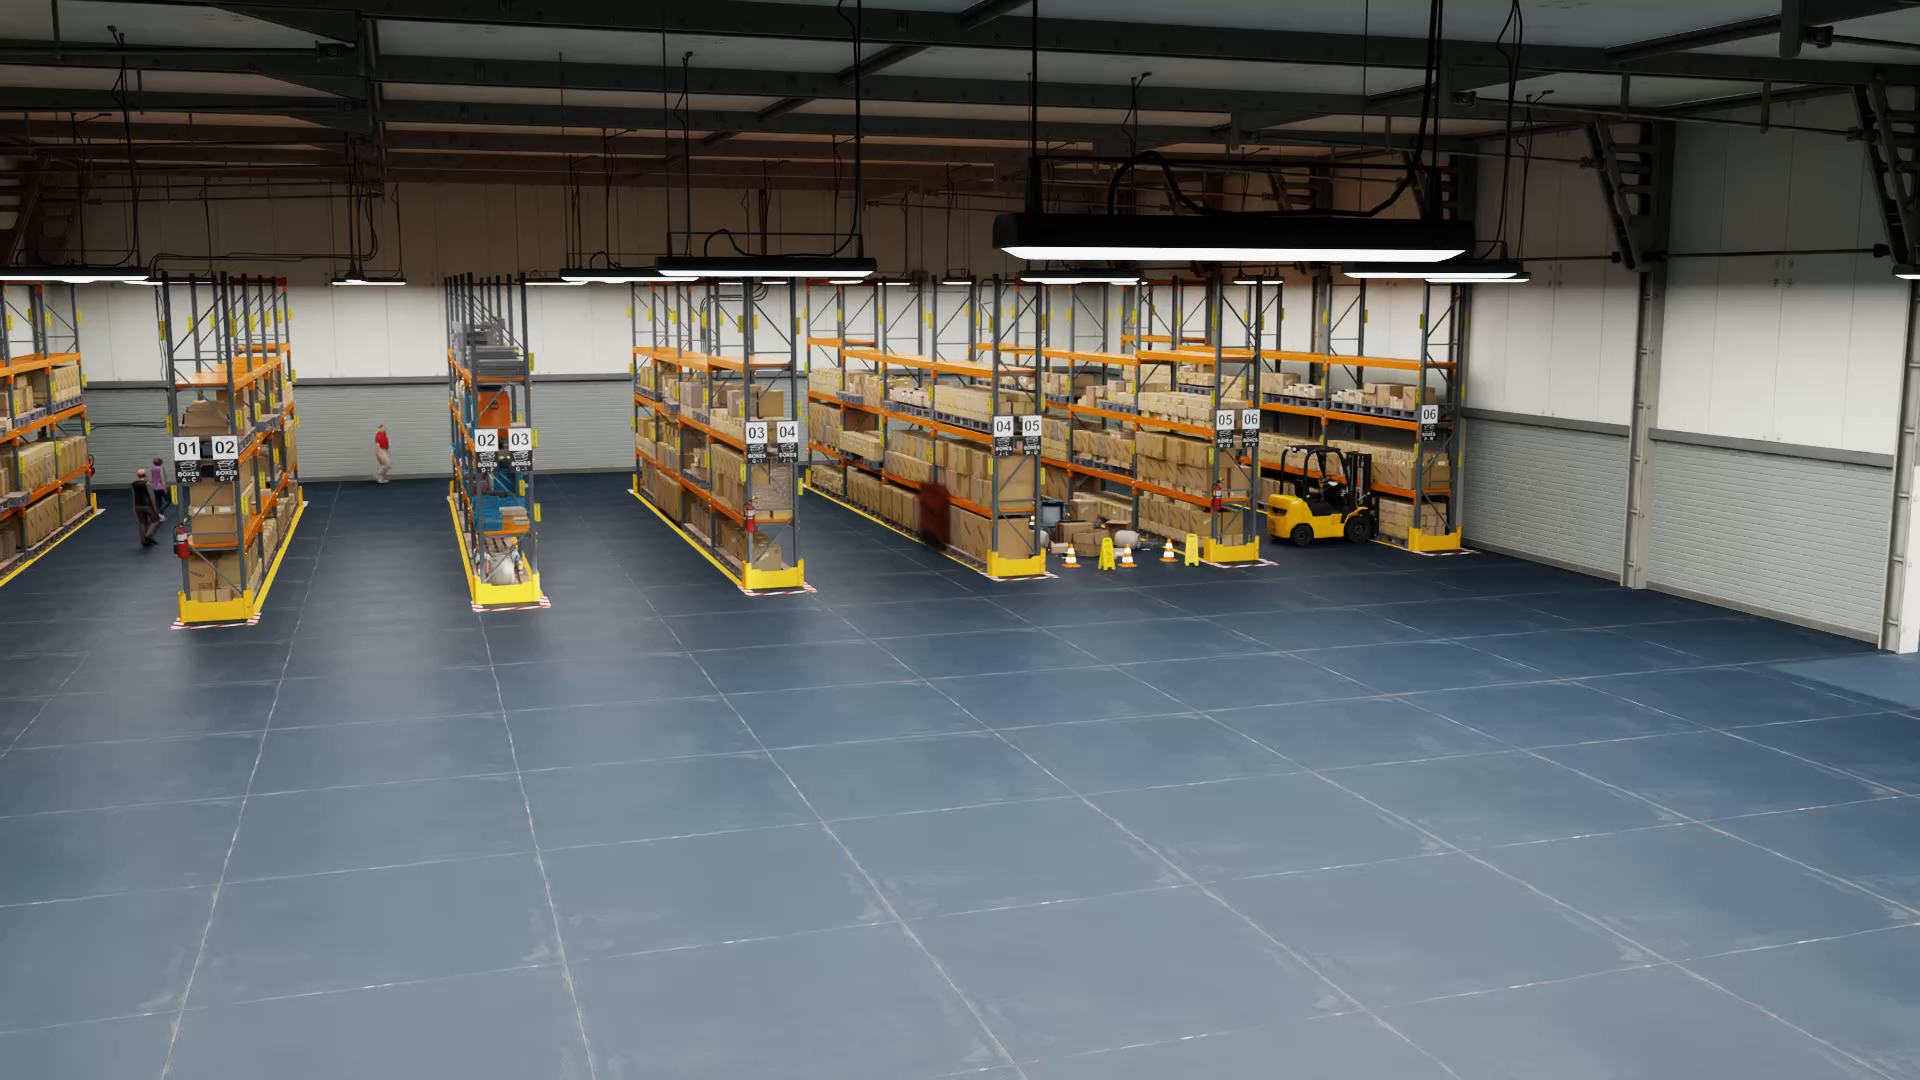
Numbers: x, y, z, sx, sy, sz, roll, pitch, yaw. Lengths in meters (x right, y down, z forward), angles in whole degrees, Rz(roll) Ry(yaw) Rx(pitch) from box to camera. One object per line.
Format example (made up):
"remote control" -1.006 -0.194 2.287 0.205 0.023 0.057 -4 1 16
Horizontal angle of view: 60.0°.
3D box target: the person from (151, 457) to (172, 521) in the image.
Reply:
"person" -19.755 -1.241 40.995 0.448 1.599 0.438 4 9 24

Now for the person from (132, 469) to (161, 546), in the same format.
"person" -18.224 -0.718 37.146 0.566 1.724 0.479 2 9 10

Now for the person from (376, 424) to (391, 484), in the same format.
"person" -17.058 -2.542 49.136 0.437 1.750 0.564 -2 9 -14

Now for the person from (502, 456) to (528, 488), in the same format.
"person" -12.829 -2.291 47.716 1.085 1.630 0.576 -1 9 -6
